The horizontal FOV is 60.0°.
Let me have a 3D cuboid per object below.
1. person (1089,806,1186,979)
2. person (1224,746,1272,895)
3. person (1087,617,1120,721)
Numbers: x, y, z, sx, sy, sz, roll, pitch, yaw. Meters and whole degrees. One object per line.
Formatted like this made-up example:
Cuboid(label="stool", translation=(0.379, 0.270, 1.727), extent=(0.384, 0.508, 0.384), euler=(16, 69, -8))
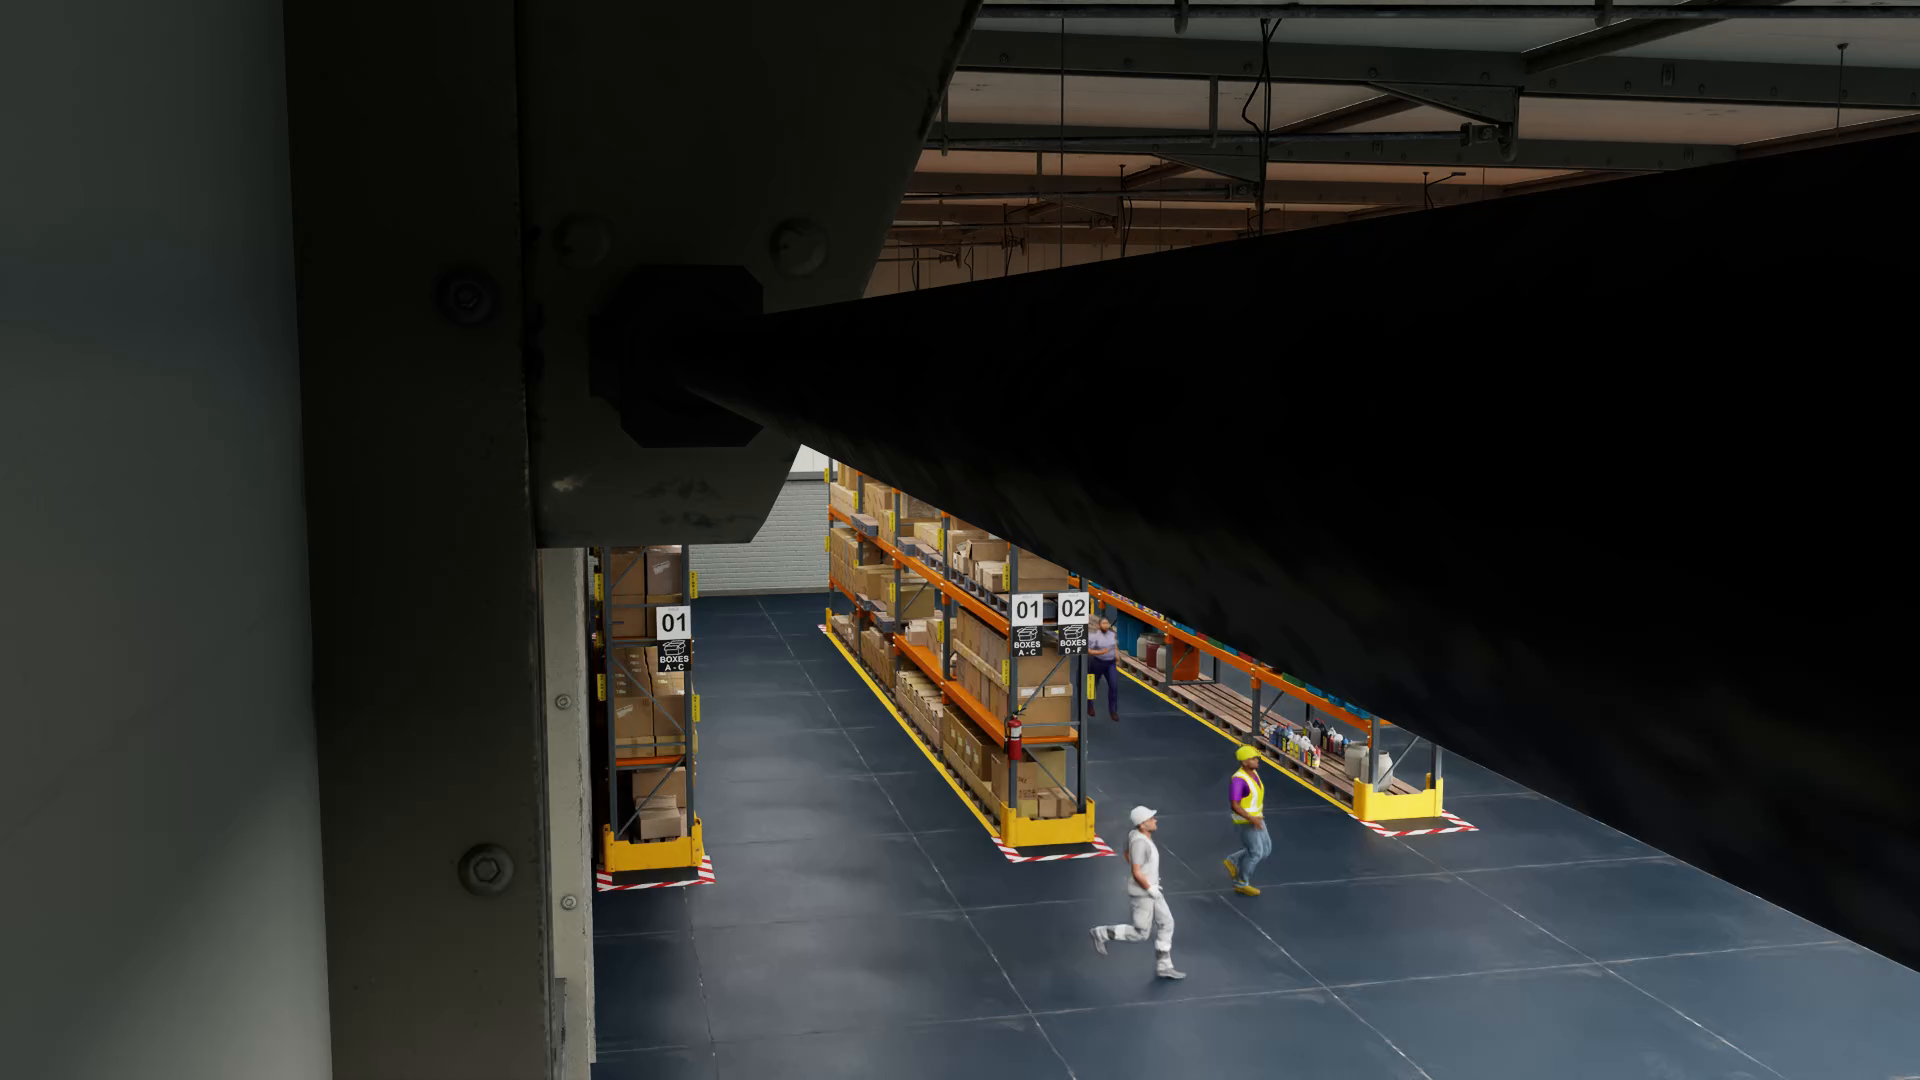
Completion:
Cuboid(label="person", translation=(1.789, 3.517, 16.611), extent=(0.962, 1.753, 0.645), euler=(1, 7, 12))
Cuboid(label="person", translation=(3.300, 3.214, 19.143), extent=(0.539, 1.728, 0.700), euler=(3, 7, 24))
Cuboid(label="person", translation=(2.329, 2.090, 26.954), extent=(0.607, 1.664, 0.910), euler=(-2, 7, -17))
